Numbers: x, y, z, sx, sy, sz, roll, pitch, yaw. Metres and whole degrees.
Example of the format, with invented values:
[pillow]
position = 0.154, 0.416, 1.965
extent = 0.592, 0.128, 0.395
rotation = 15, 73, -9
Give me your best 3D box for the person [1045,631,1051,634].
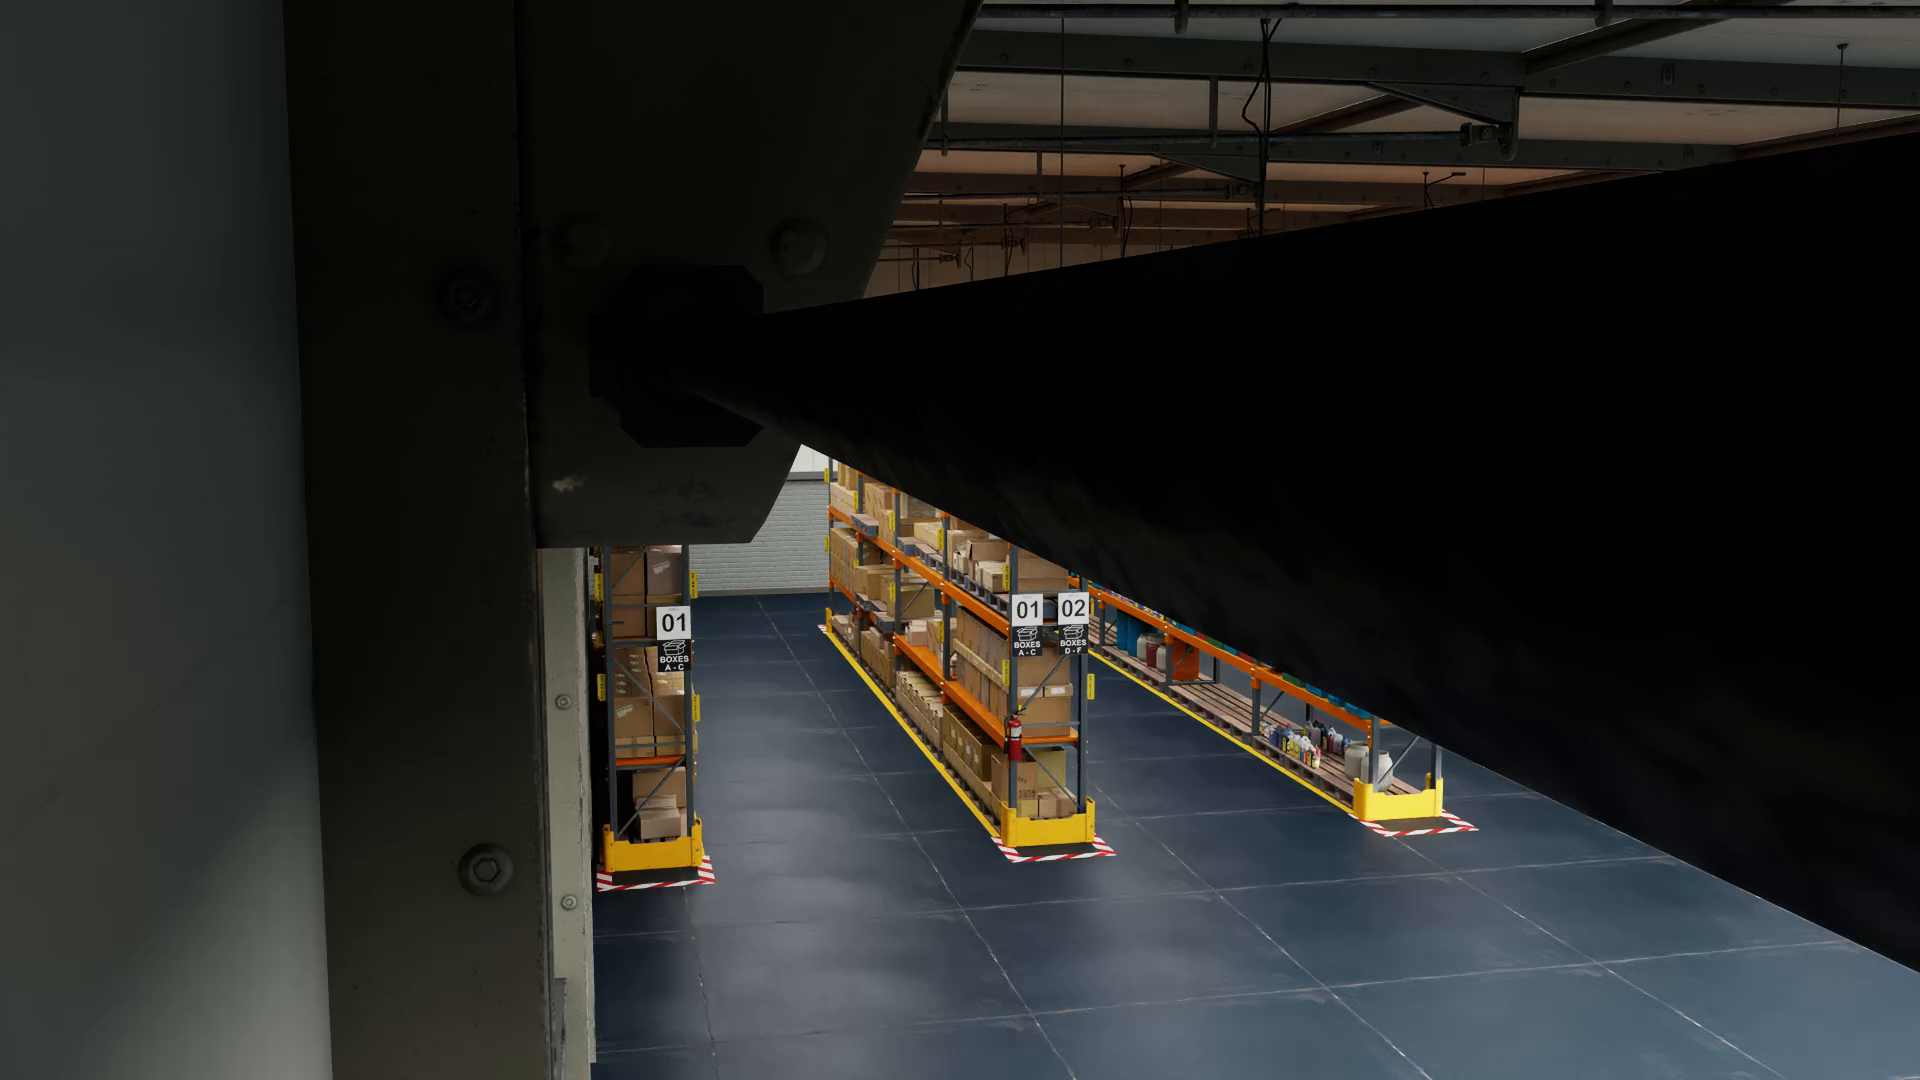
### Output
[person]
position = 1.310, 1.938, 29.697
extent = 0.663, 1.789, 0.721
rotation = -4, 8, -27
